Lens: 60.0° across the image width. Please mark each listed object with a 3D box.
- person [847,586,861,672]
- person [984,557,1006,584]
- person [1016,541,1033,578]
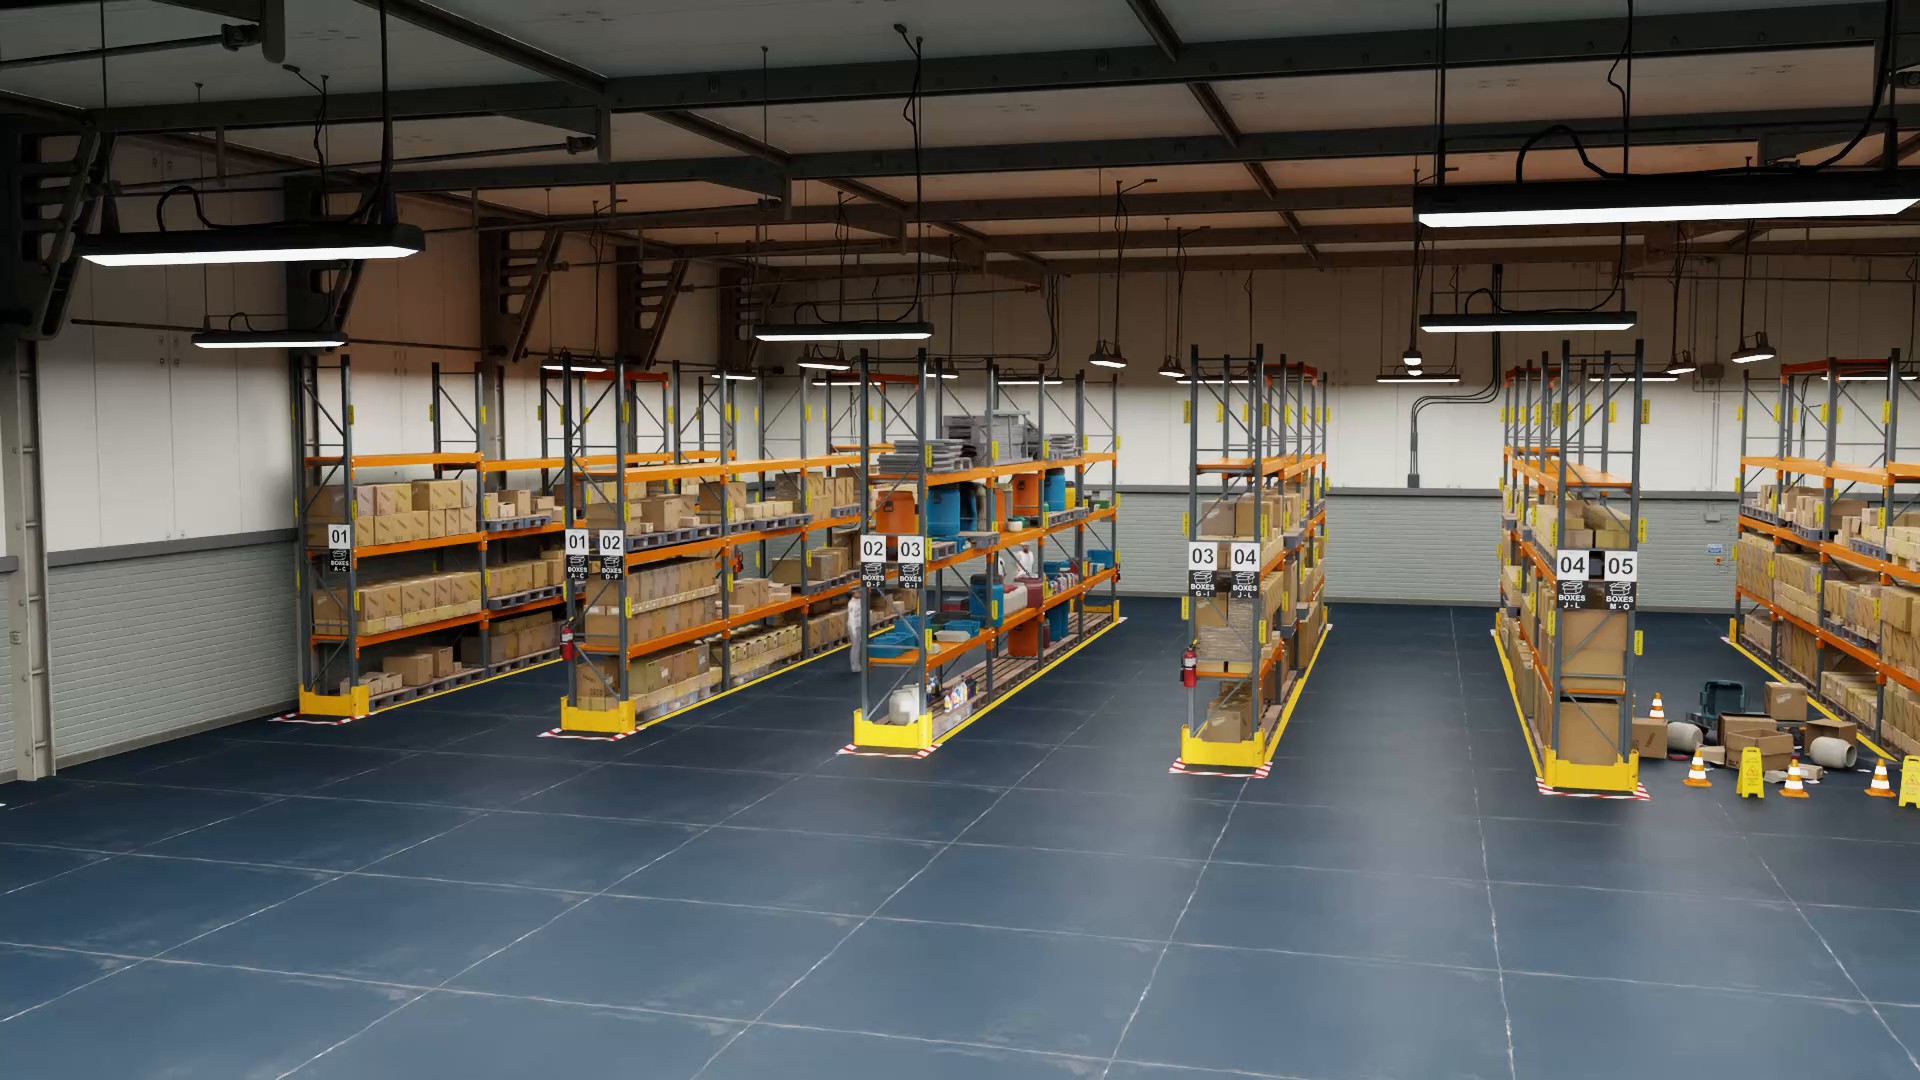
[{"bbox_3d":[-1.999,1.720,32.284,0.376,1.675,0.536,1,4,9],"label":"person"},{"bbox_3d":[0.892,1.047,41.095,0.562,1.773,0.568,-3,5,-31],"label":"person"},{"bbox_3d":[1.726,0.881,43.484,1.061,1.746,0.695,3,5,34],"label":"person"}]
